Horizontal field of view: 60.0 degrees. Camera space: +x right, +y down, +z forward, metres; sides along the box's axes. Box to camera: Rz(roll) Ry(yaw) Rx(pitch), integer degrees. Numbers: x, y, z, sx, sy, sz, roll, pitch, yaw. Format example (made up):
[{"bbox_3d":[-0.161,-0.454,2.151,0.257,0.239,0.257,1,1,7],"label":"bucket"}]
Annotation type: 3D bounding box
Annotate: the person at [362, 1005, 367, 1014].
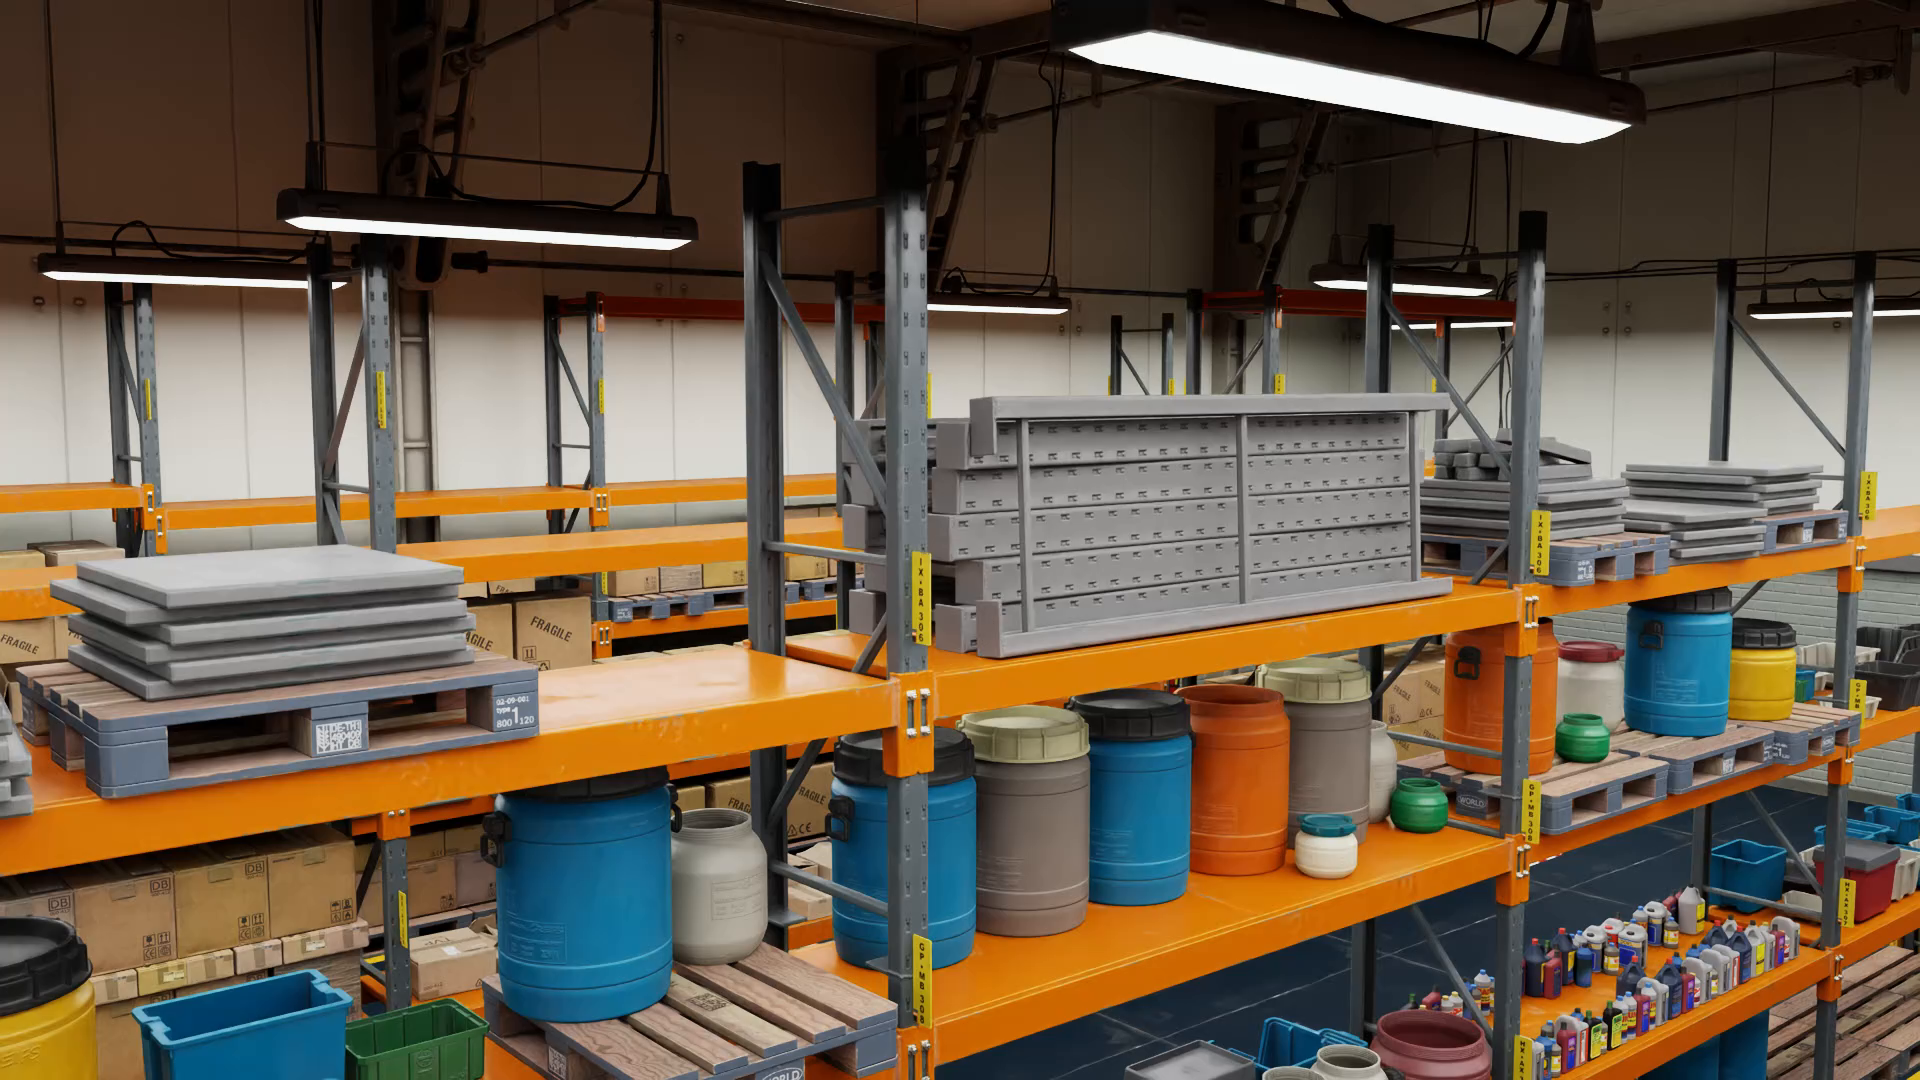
[{"bbox_3d":[-4.897,3.166,12.540,0.932,1.557,0.436,-3,7,-32],"label":"person"}]
